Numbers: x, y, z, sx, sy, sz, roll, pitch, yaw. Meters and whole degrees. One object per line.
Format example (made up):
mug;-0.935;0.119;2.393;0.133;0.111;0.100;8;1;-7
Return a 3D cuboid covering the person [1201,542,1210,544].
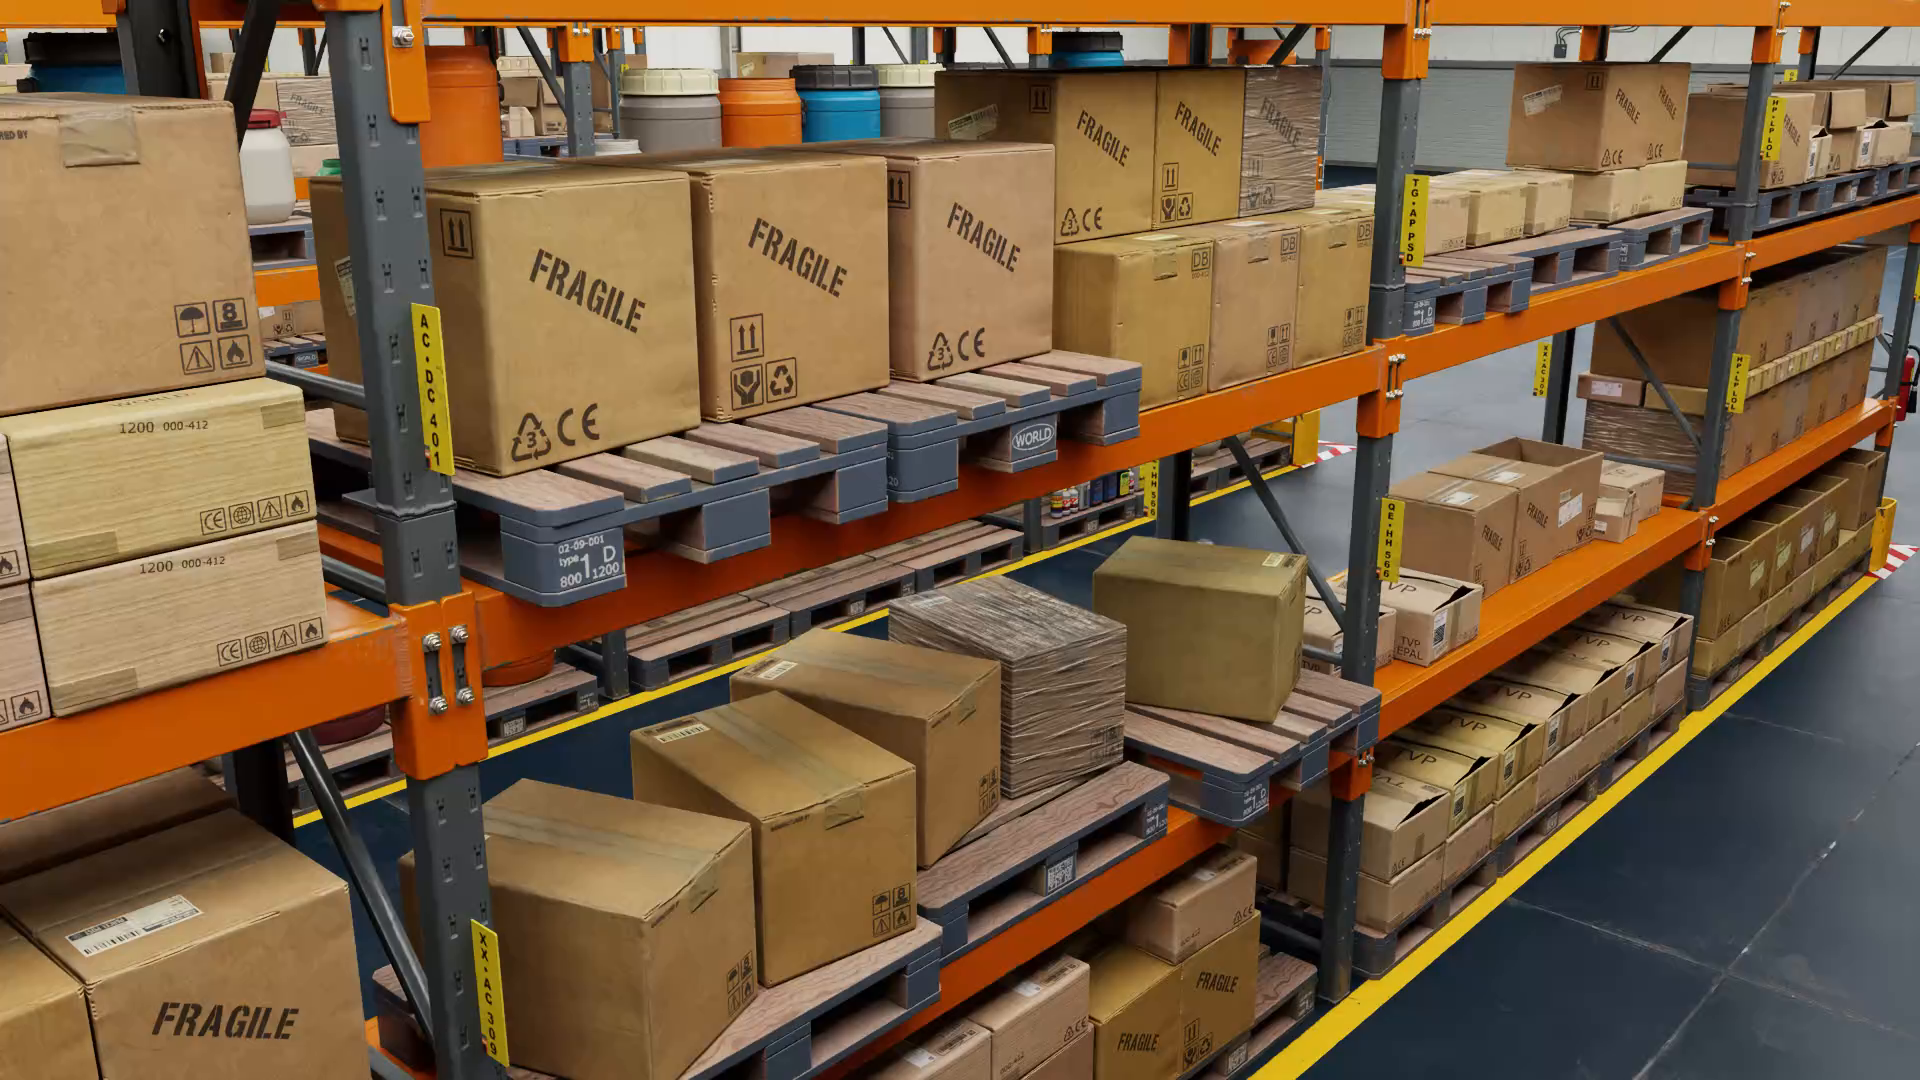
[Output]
person;1.422;0.408;10.765;0.489;0.785;0.869;14;22;38
